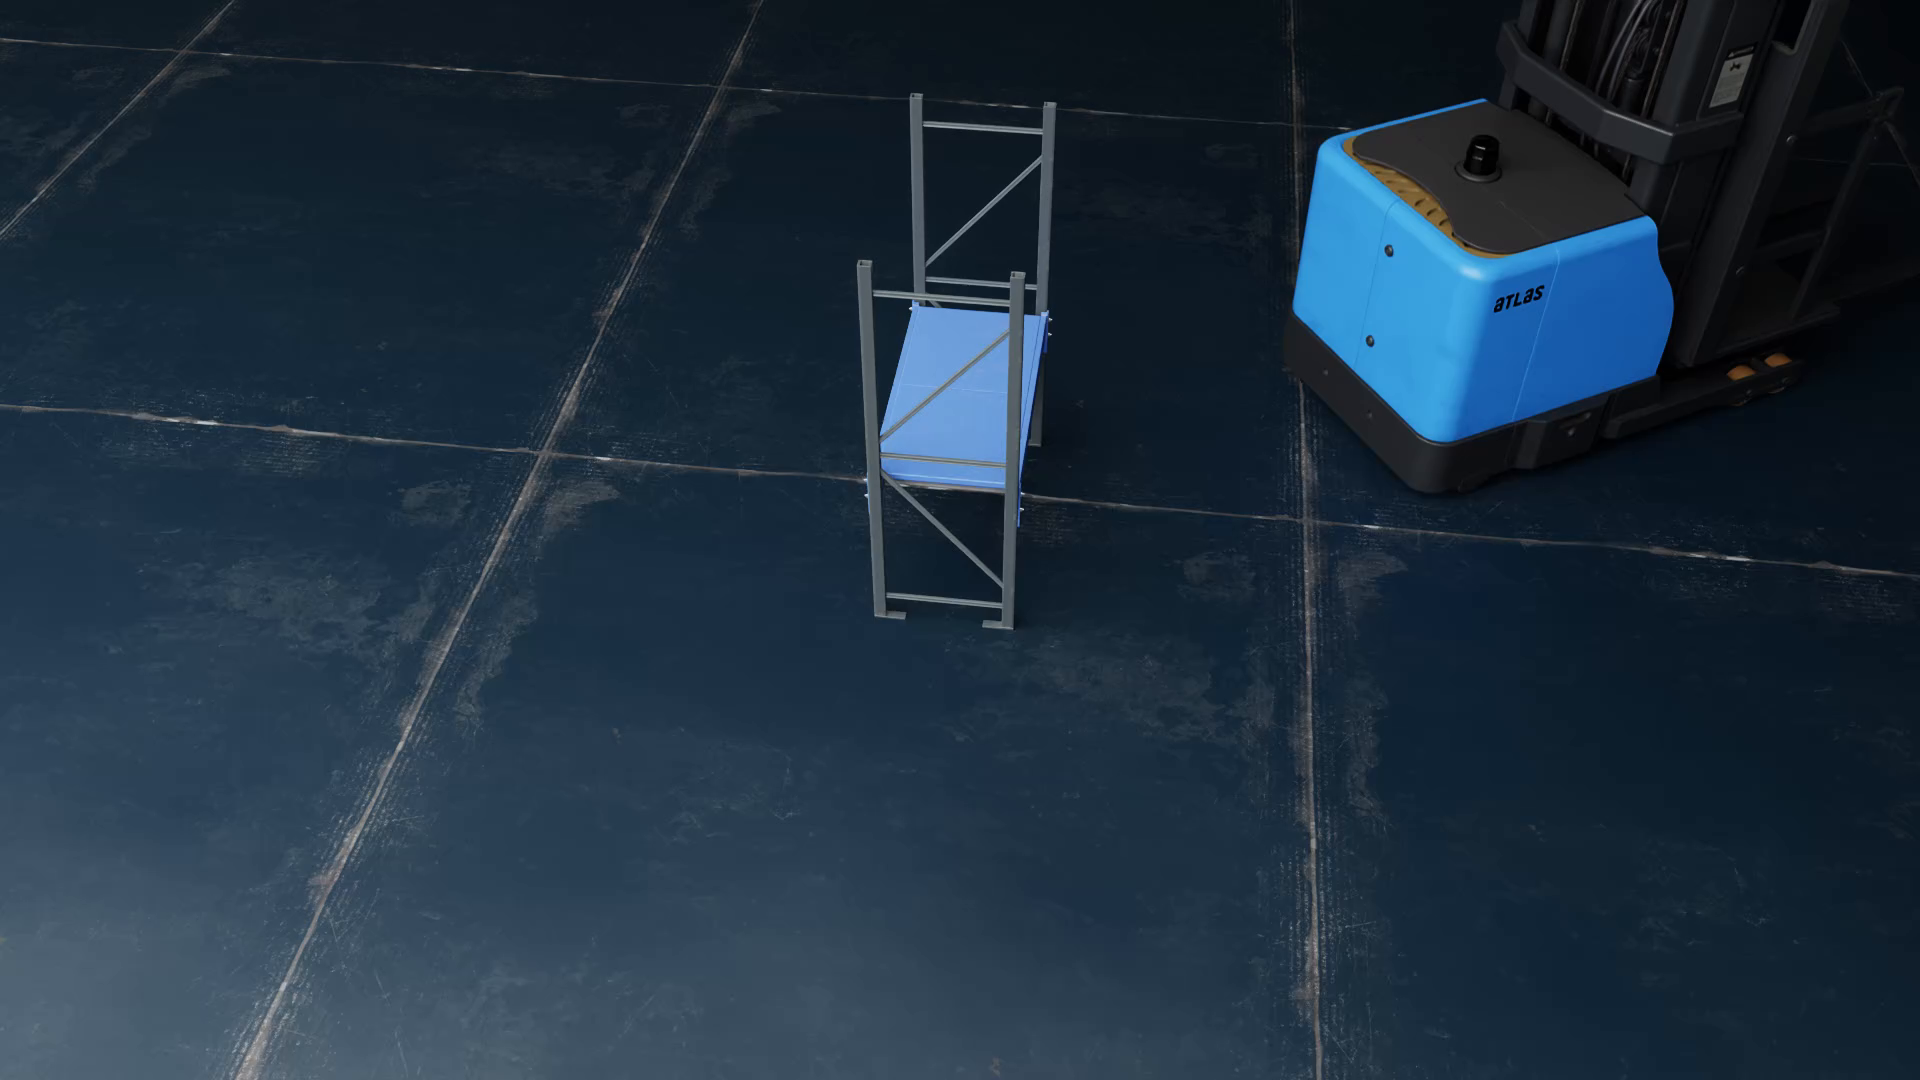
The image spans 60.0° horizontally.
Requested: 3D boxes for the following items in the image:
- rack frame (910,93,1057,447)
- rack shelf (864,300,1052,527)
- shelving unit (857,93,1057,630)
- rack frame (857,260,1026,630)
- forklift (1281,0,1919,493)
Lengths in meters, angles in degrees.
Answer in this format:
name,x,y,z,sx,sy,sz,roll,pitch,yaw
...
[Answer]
name,x,y,z,sx,sy,sz,roll,pitch,yaw
rack frame,0.078,-0.949,6.162,0.500,1.500,0.032,5,44,6
rack shelf,0.011,-0.472,5.919,0.538,0.185,1.000,5,44,6
shelving unit,0.011,-0.603,5.796,0.538,1.500,1.048,5,44,6
rack frame,-0.056,-0.256,5.430,0.500,1.500,0.032,5,44,6
forklift,2.904,-1.928,6.155,3.031,2.935,1.130,-18,46,-18
